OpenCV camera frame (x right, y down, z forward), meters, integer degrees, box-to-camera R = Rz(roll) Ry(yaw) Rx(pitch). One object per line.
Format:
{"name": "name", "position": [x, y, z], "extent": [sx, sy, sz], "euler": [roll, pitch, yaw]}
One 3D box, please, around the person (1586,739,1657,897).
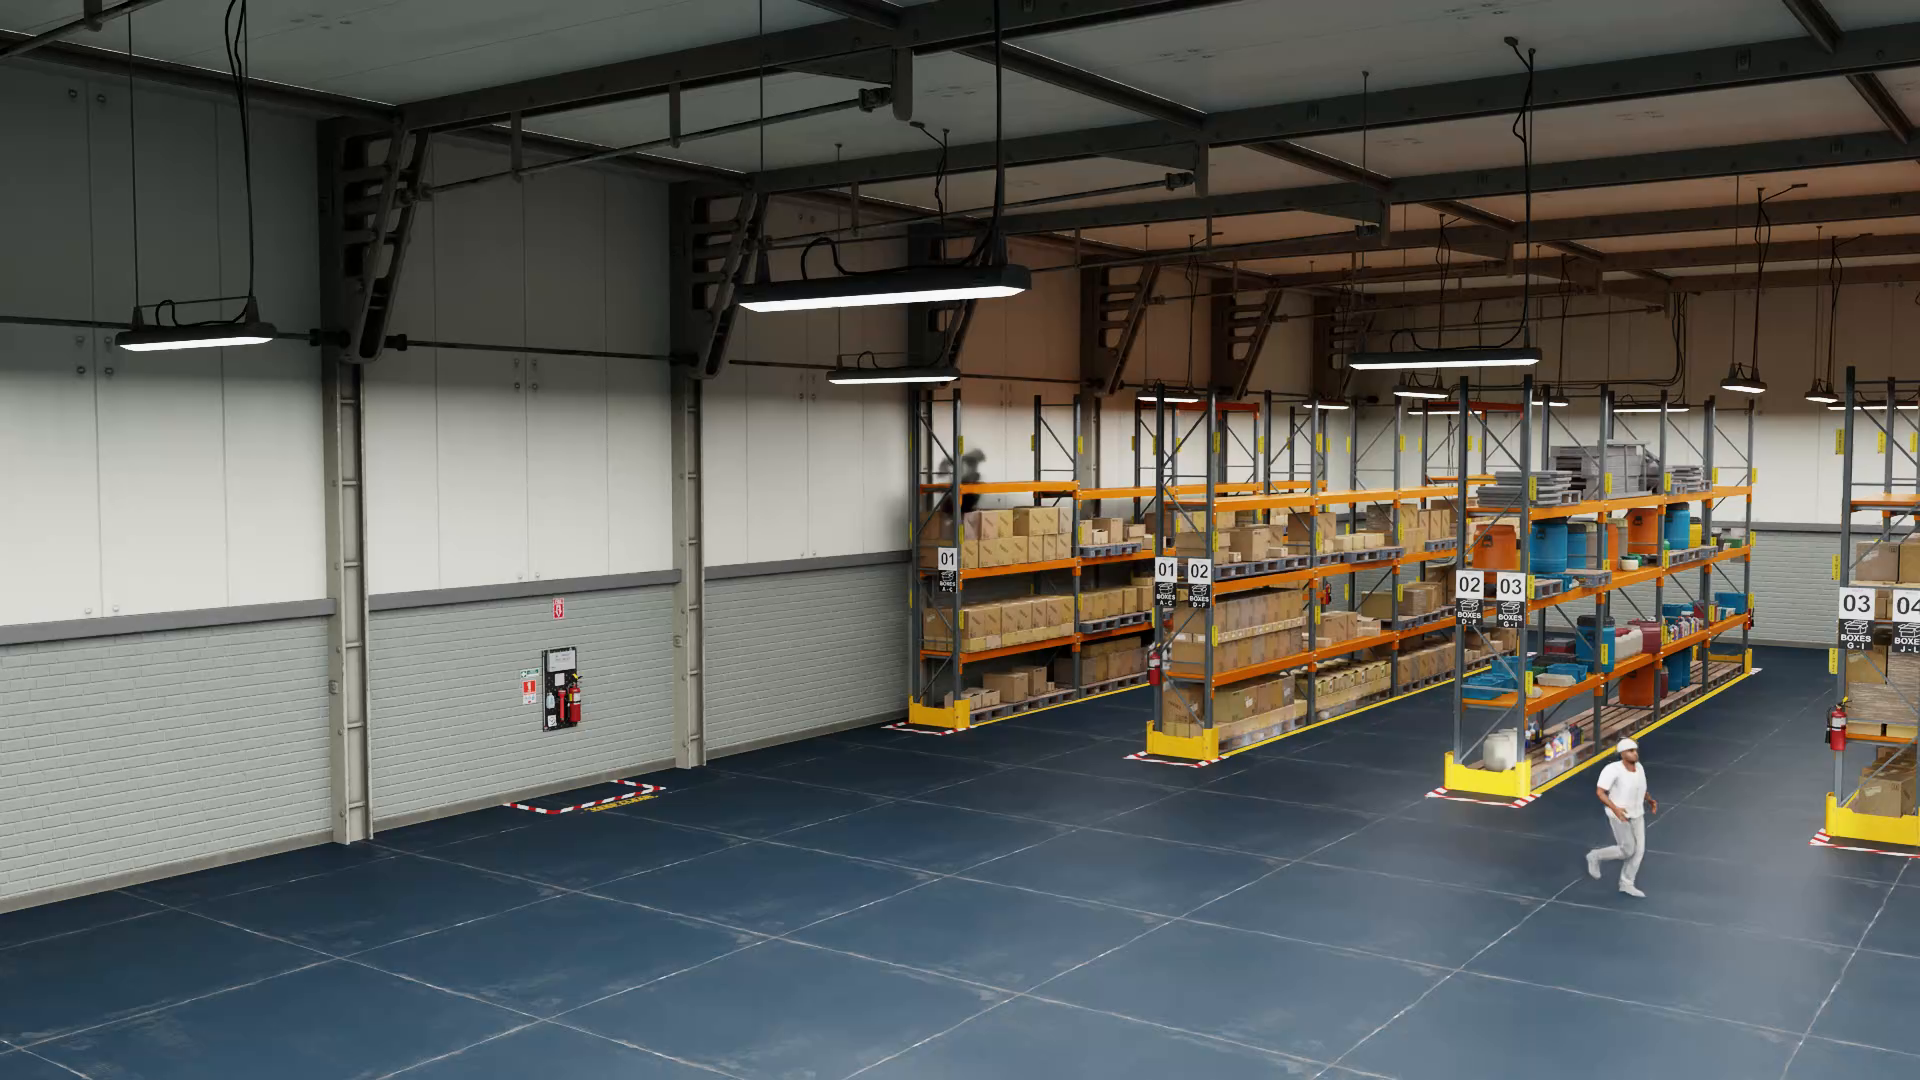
{"name": "person", "position": [7.438, 3.081, 18.672], "extent": [0.698, 1.741, 0.662], "euler": [-2, 4, -26]}

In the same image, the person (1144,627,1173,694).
{"name": "person", "position": [3.578, 2.439, 29.379], "extent": [0.642, 1.830, 0.845], "euler": [2, 4, 33]}
